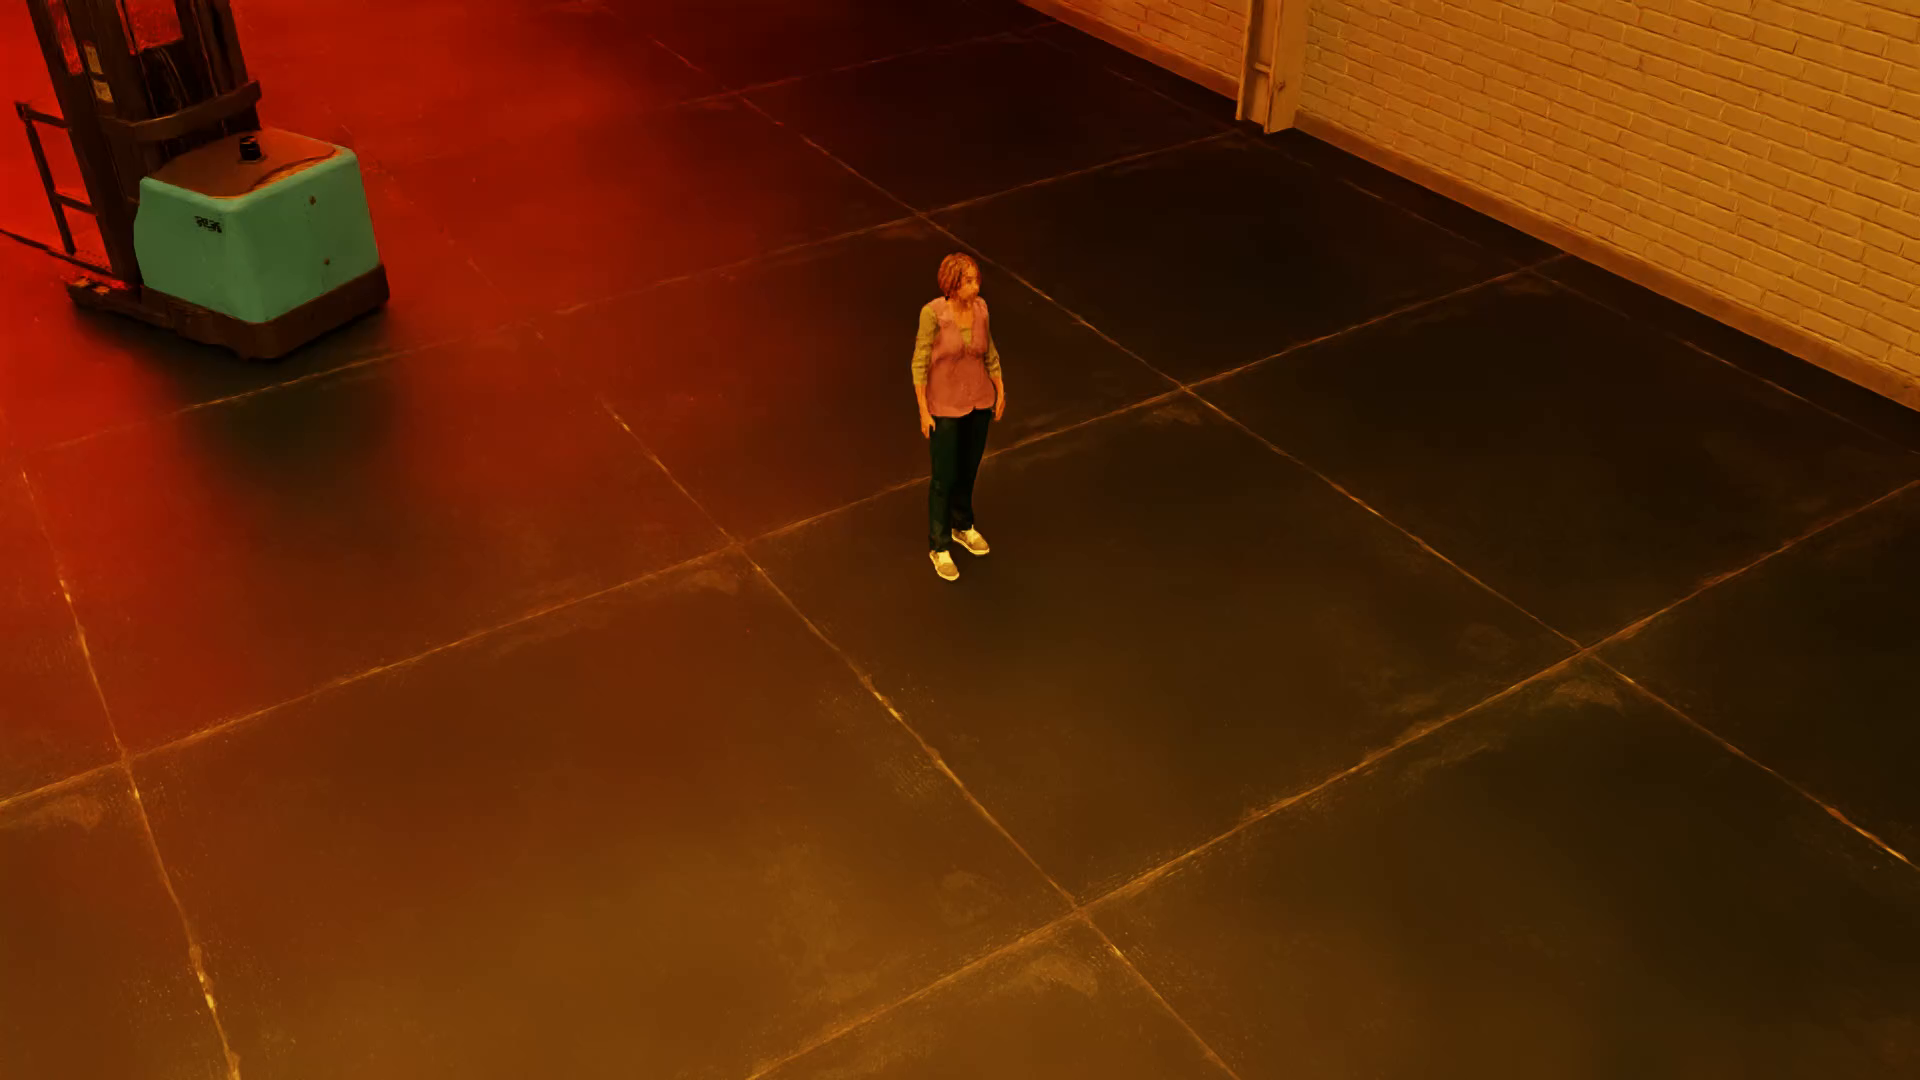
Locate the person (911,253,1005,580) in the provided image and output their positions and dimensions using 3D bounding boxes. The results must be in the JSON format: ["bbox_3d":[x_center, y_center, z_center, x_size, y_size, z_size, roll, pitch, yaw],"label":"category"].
[{"bbox_3d":[0.029,-0.619,8.177,0.520,1.597,0.474,-21,40,-27],"label":"person"}]

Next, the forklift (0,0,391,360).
[{"bbox_3d":[-5.240,-2.925,10.310,3.031,2.935,1.130,19,39,25],"label":"forklift"}]
